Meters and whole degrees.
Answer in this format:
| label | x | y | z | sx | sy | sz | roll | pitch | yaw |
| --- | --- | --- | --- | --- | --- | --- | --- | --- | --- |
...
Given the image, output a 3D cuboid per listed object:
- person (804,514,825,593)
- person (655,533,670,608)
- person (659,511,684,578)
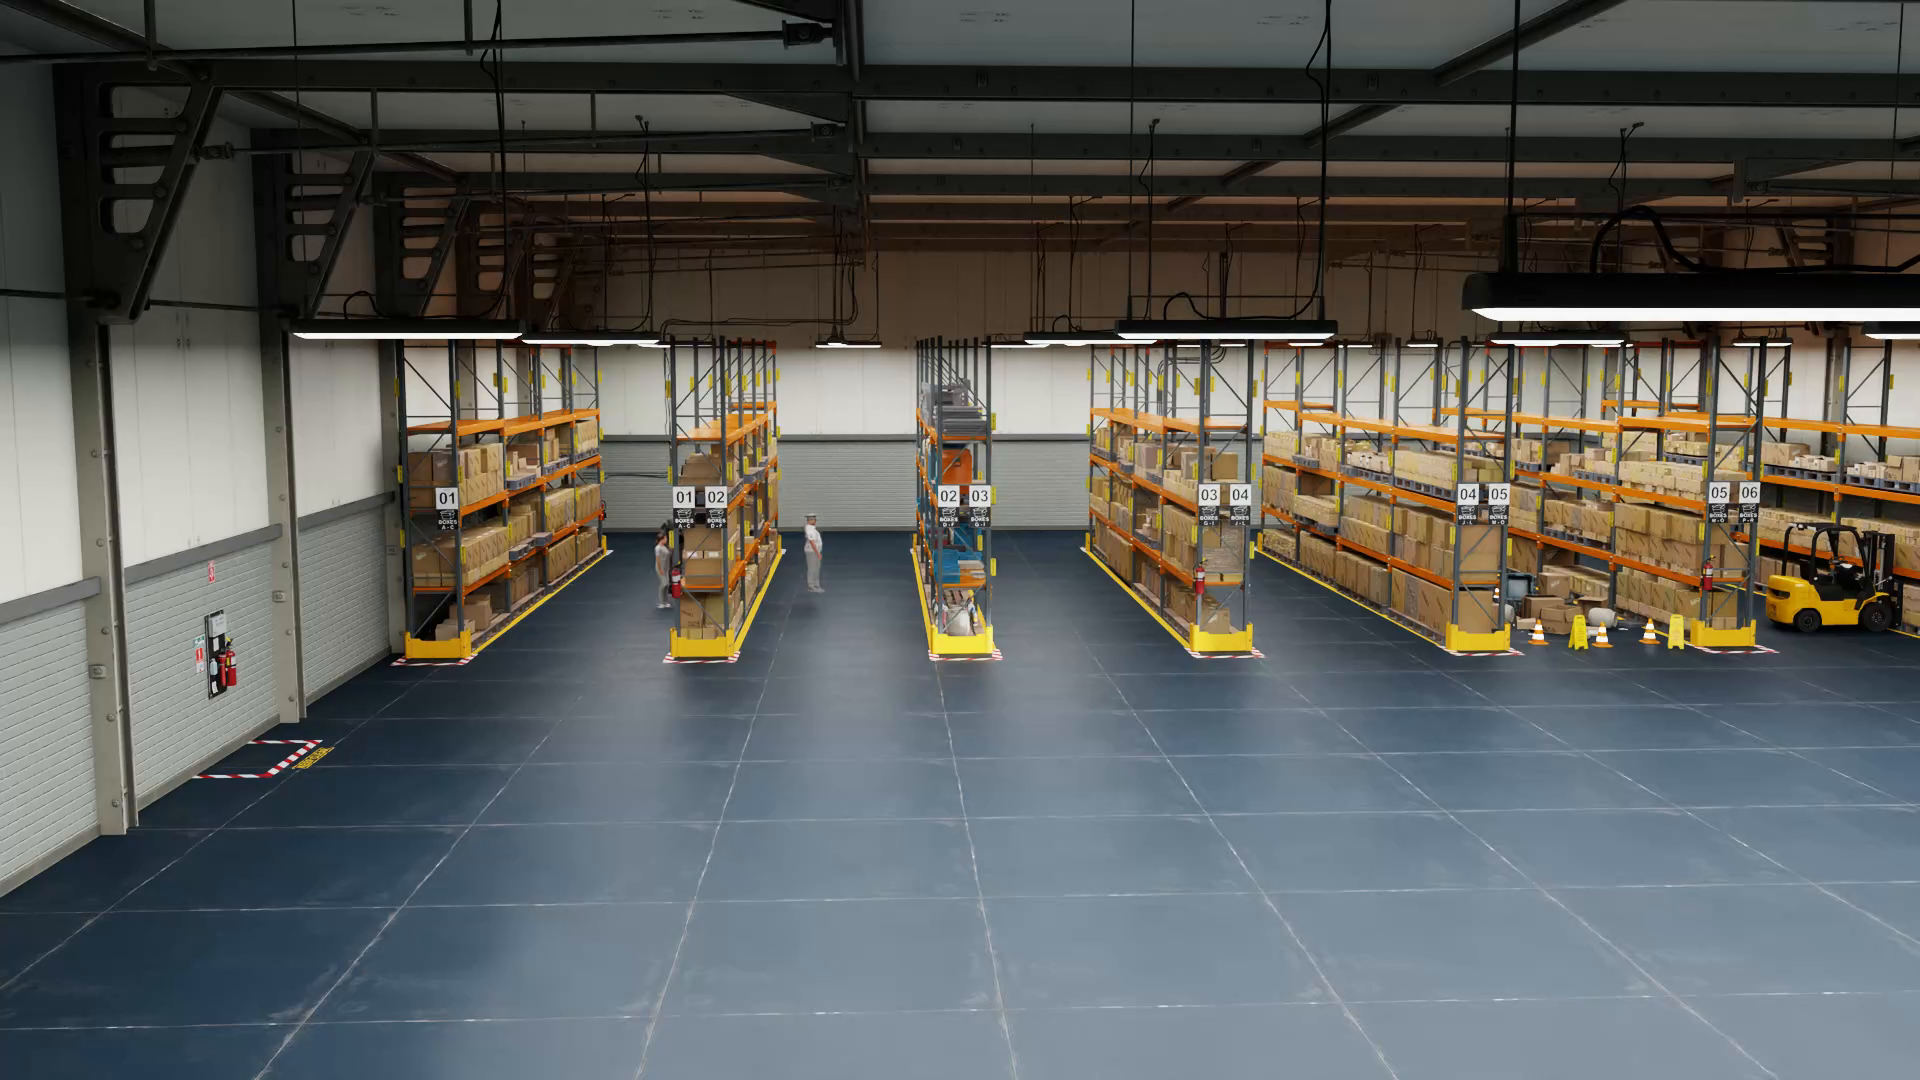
| label | x | y | z | sx | sy | sz | roll | pitch | yaw |
| --- | --- | --- | --- | --- | --- | --- | --- | --- | --- |
| person | -3.291 | 0.310 | 37.627 | 0.537 | 1.797 | 0.607 | 2 | 7 | 17 |
| person | -6.630 | 0.703 | 37.289 | 0.428 | 1.728 | 0.449 | 4 | 8 | 30 |
| person | -7.217 | 0.132 | 41.802 | 0.685 | 1.762 | 0.829 | 0 | 6 | 0 |
